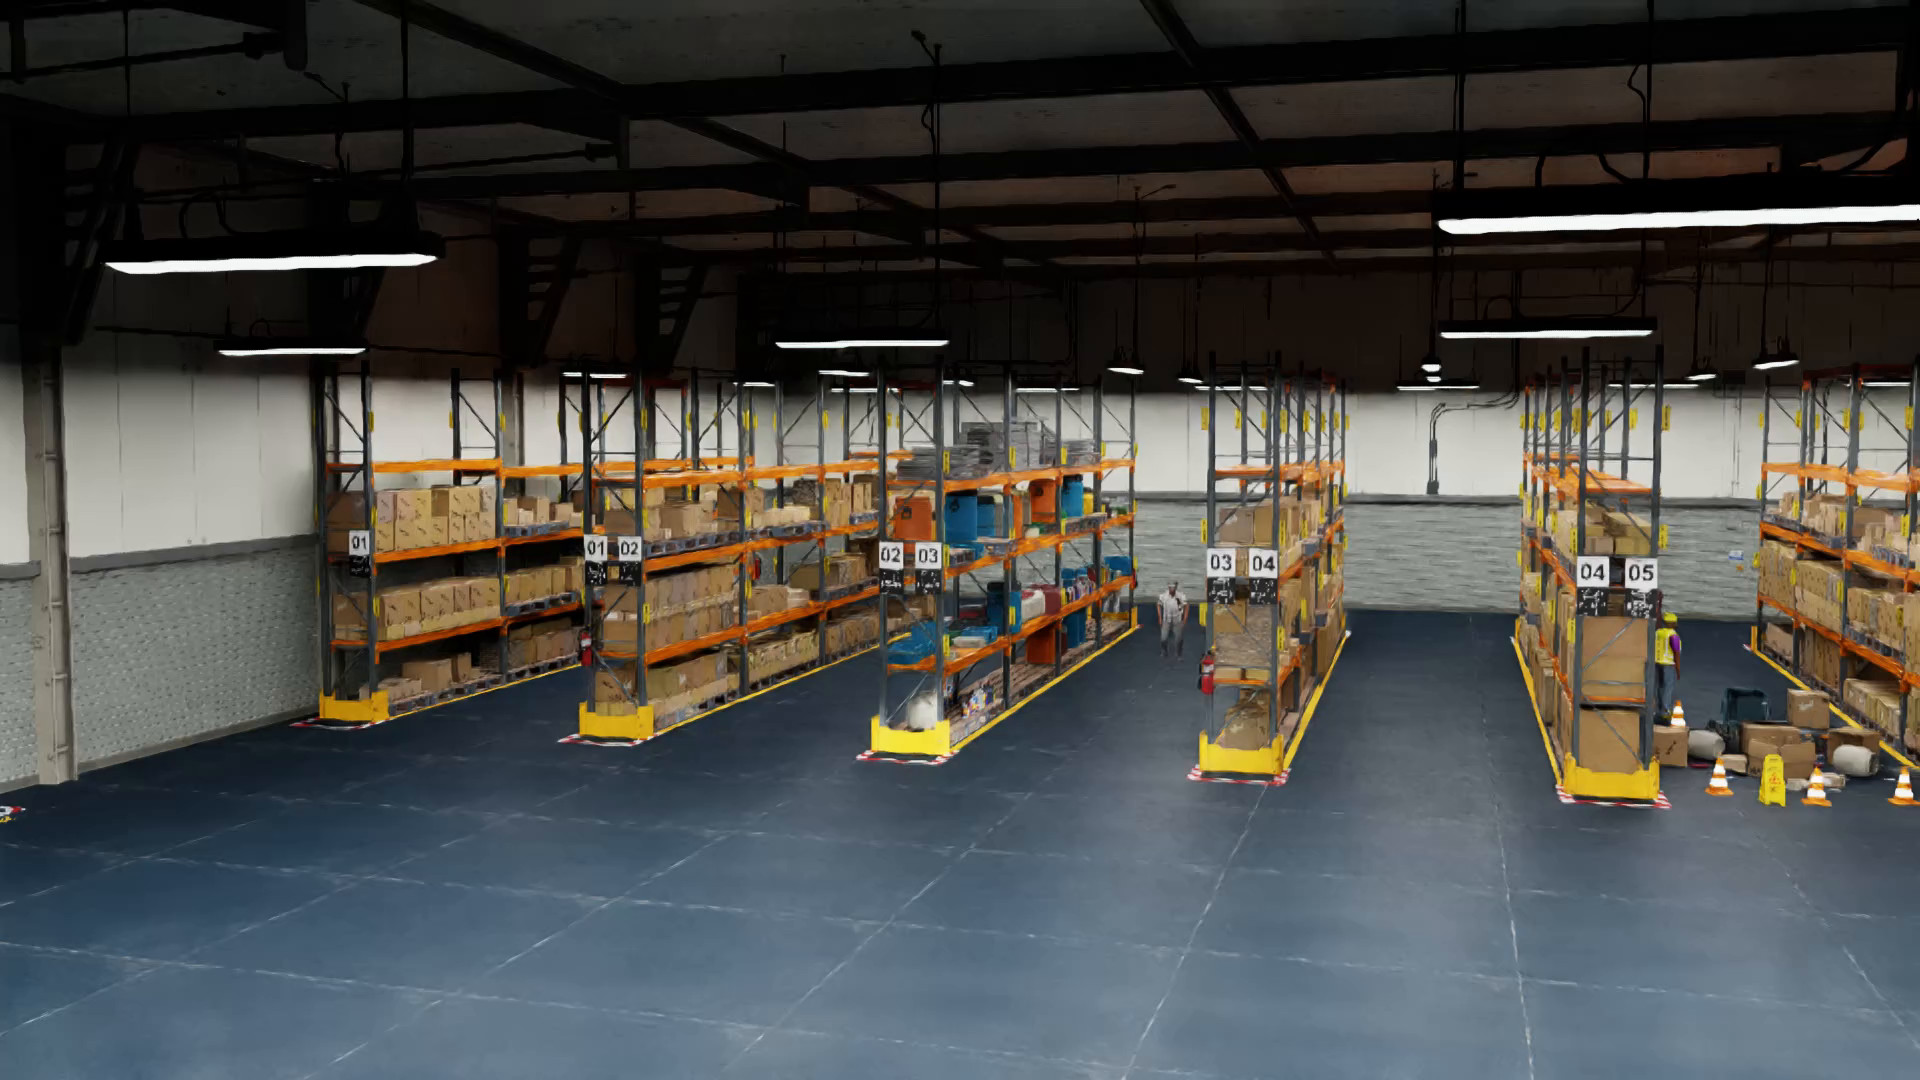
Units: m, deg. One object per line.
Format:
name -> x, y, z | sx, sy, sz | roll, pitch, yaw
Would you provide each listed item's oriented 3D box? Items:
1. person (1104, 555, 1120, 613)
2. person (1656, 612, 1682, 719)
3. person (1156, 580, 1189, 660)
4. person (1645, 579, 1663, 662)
person -> 3.832, 1.202, 41.589 | 0.510, 1.676, 0.508 | -3, 5, -35
person -> 11.969, 2.099, 28.006 | 0.464, 1.772, 0.638 | -1, 4, -8
person -> 4.441, 1.666, 34.781 | 0.683, 1.714, 0.524 | 1, 4, 14
person -> 14.348, 1.627, 34.574 | 0.630, 1.773, 0.677 | 4, 6, 43
